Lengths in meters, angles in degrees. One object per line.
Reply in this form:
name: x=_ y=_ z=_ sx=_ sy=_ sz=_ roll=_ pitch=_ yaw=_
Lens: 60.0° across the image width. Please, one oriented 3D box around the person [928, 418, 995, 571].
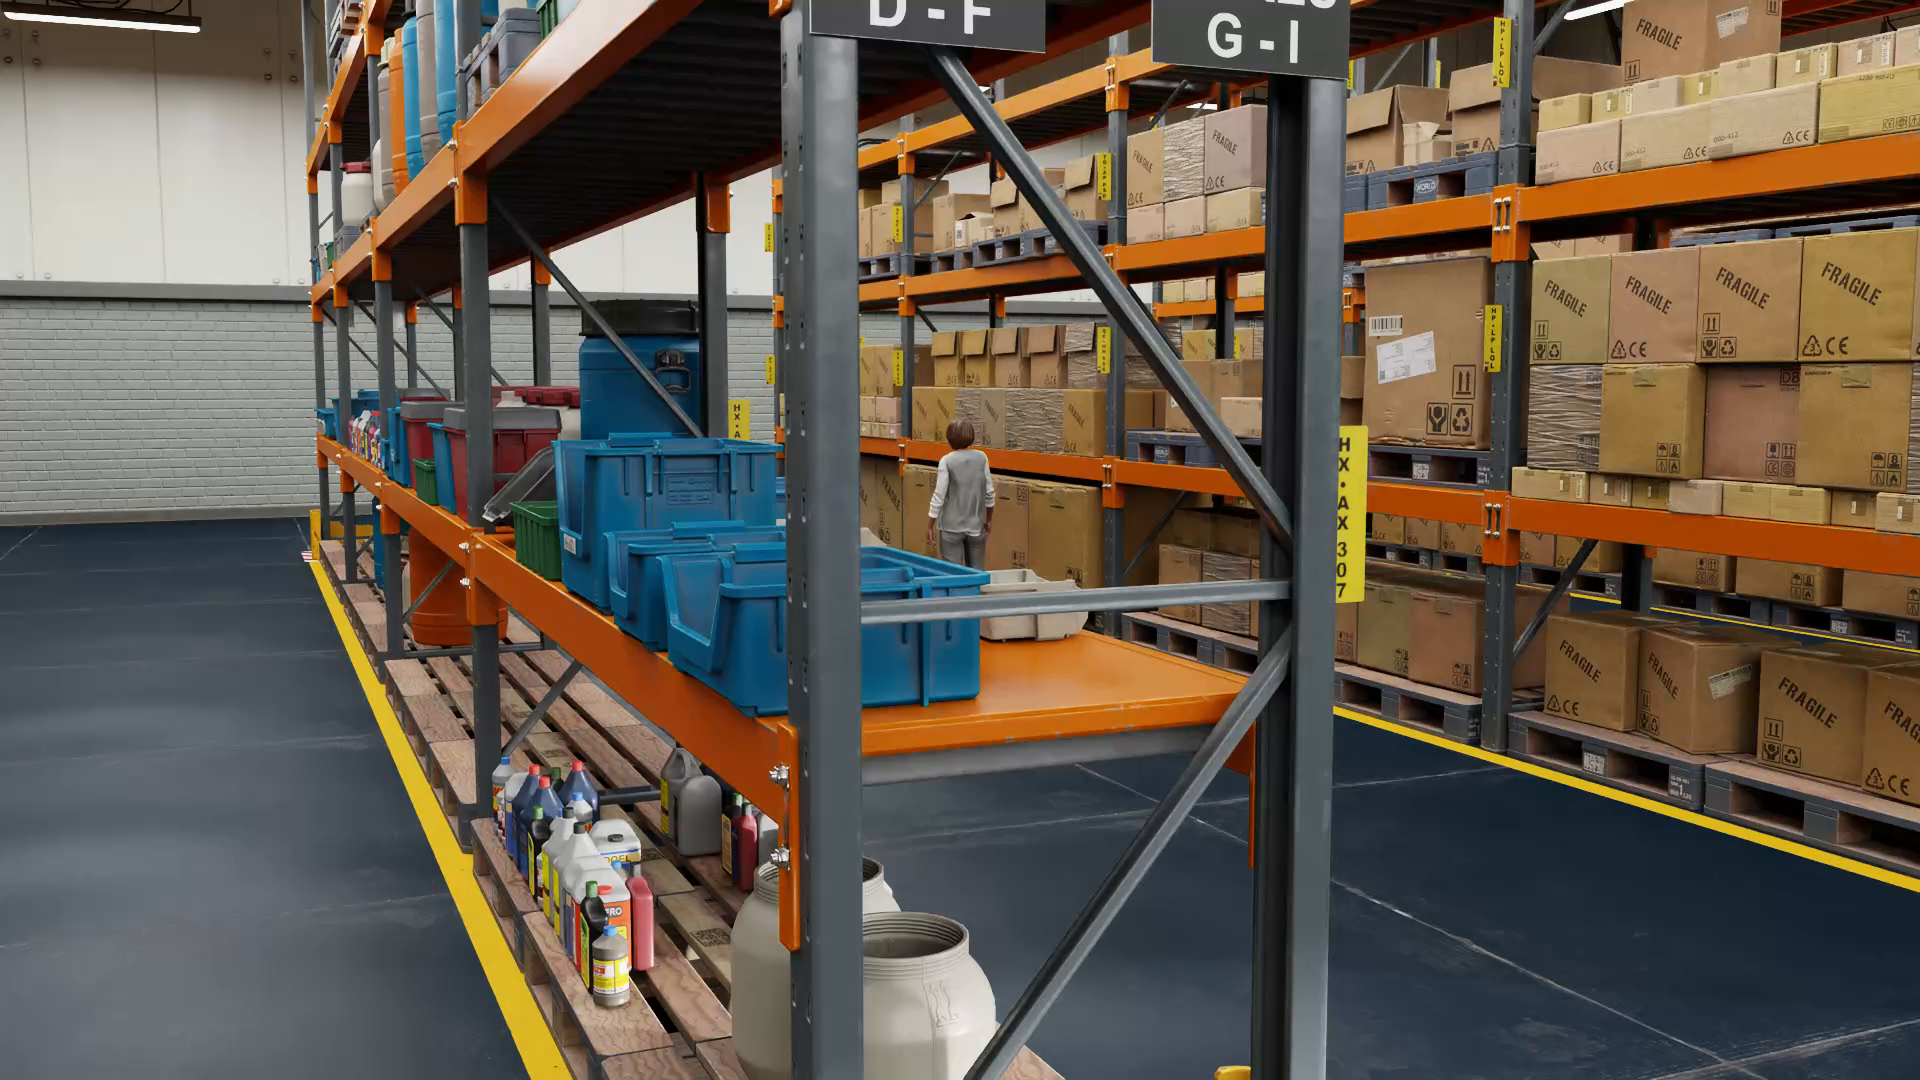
person: x=-0.010 y=-0.070 z=11.837 sx=0.521 sy=1.597 sz=0.474 roll=-2 pitch=6 yaw=-24
